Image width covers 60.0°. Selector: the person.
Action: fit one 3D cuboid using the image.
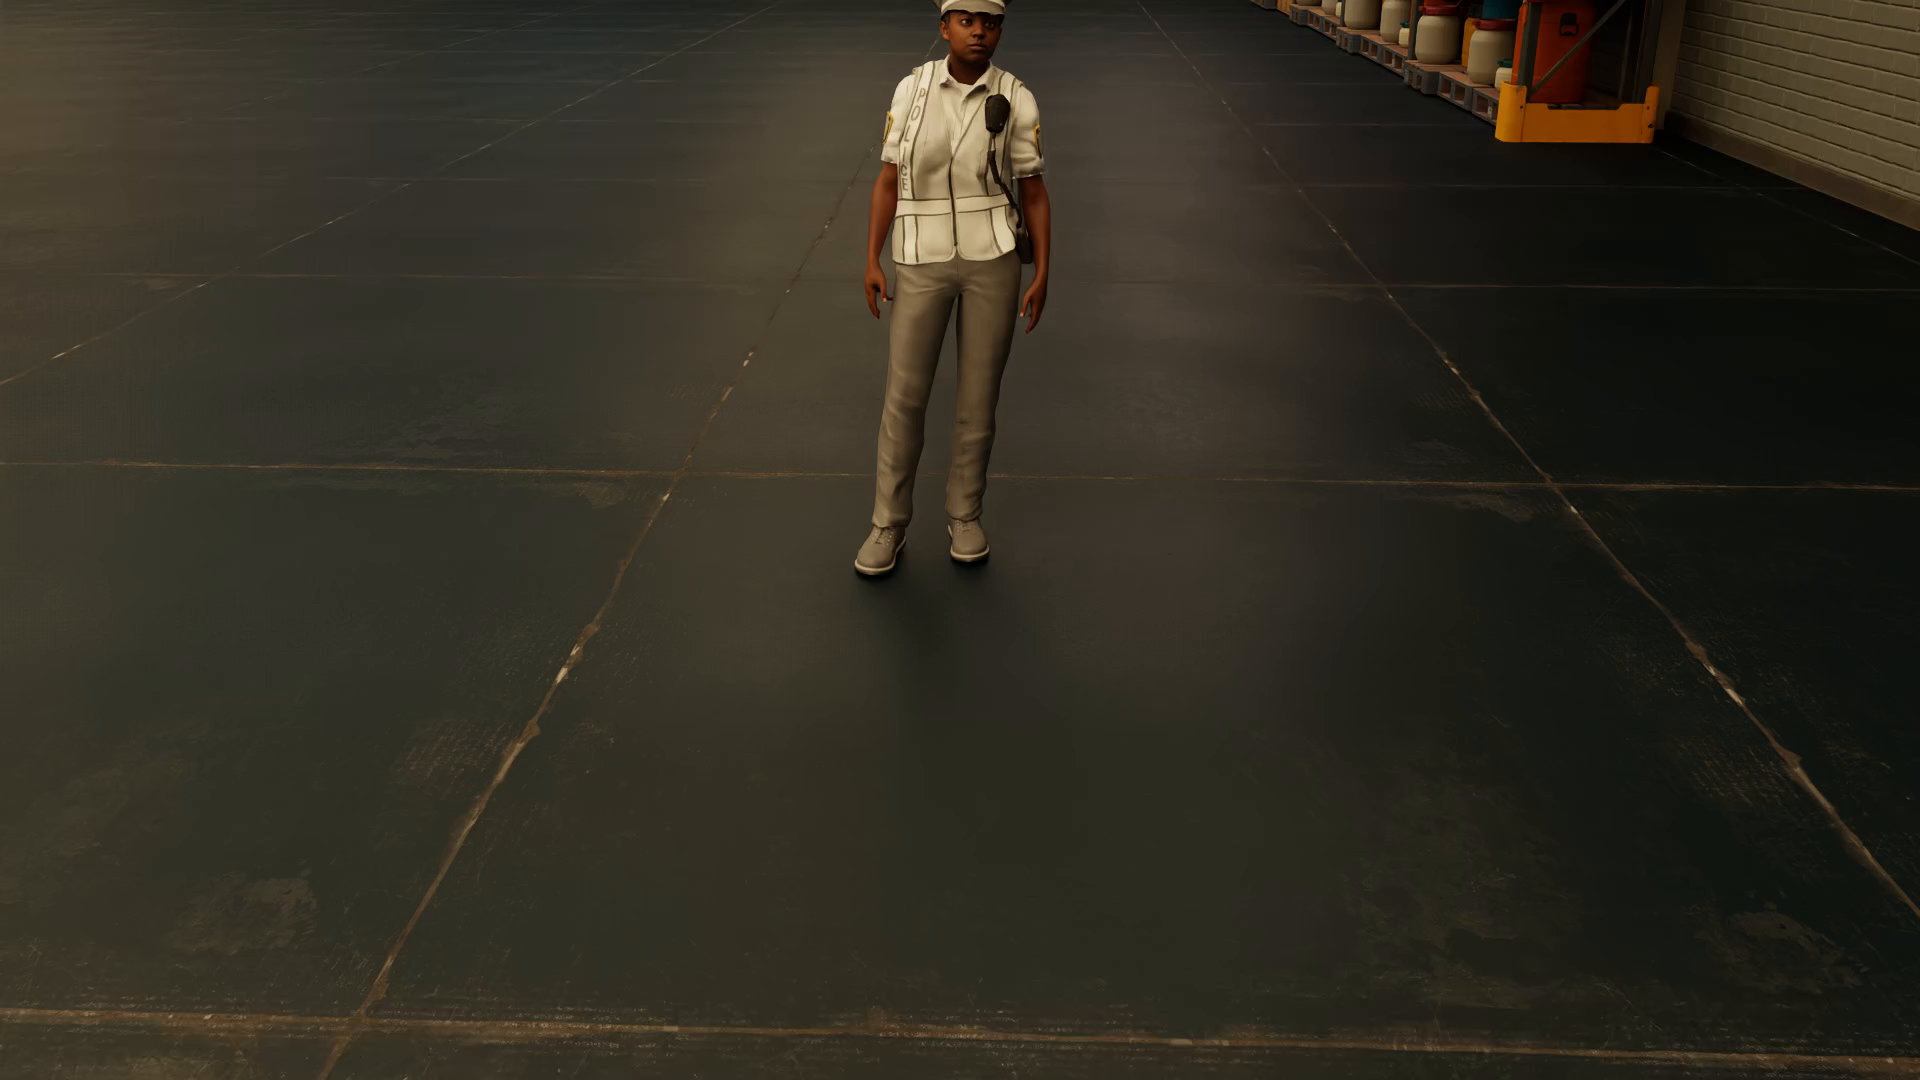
[{"bbox_3d":[-0.023,-0.767,4.822,0.569,1.694,0.530,1,22,2],"label":"person"}]
